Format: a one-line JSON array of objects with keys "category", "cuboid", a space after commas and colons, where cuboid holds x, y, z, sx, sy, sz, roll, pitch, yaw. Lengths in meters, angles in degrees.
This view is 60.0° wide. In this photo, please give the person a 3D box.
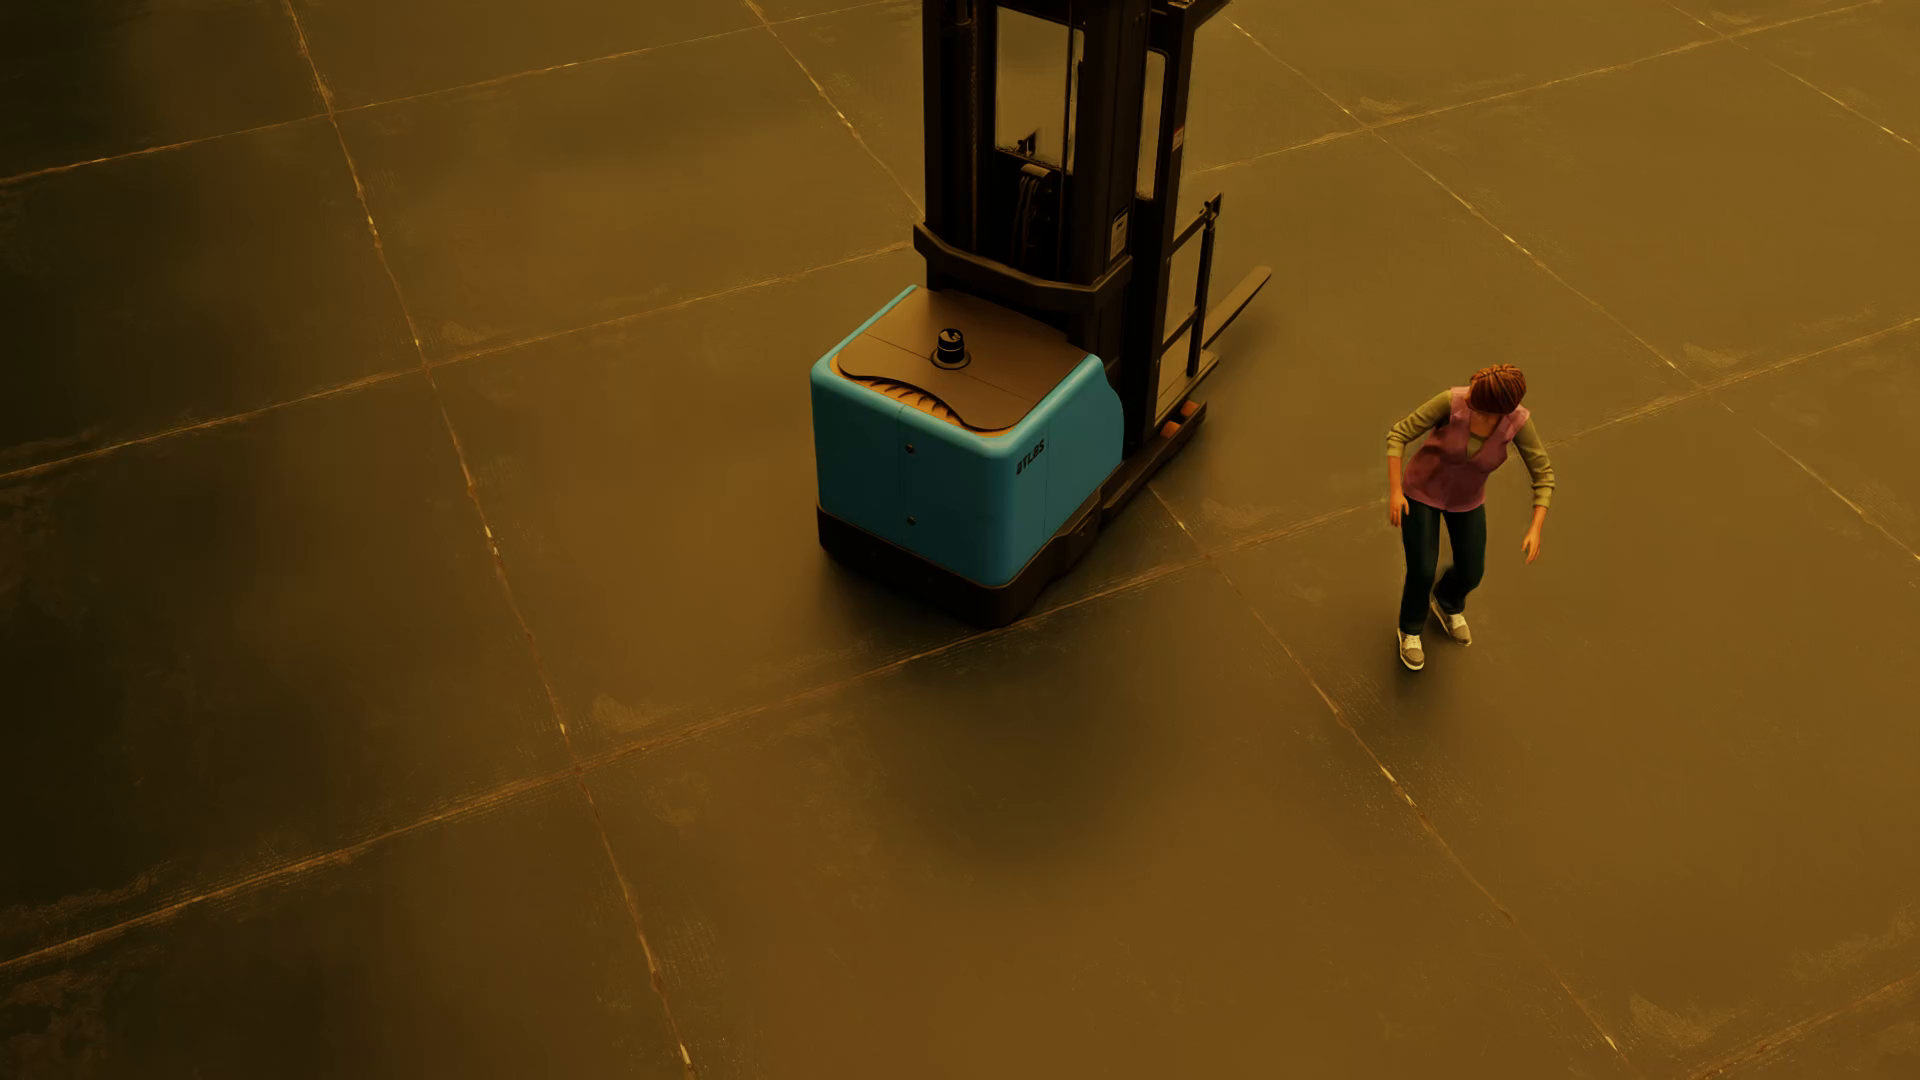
[{"category": "person", "cuboid": [2.046, -0.084, 6.823, 0.656, 1.546, 0.600, 3, 43, 3]}]

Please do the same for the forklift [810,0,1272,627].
[{"category": "forklift", "cuboid": [0.585, -1.663, 7.463, 1.130, 2.935, 3.031, 25, 48, 24]}]
